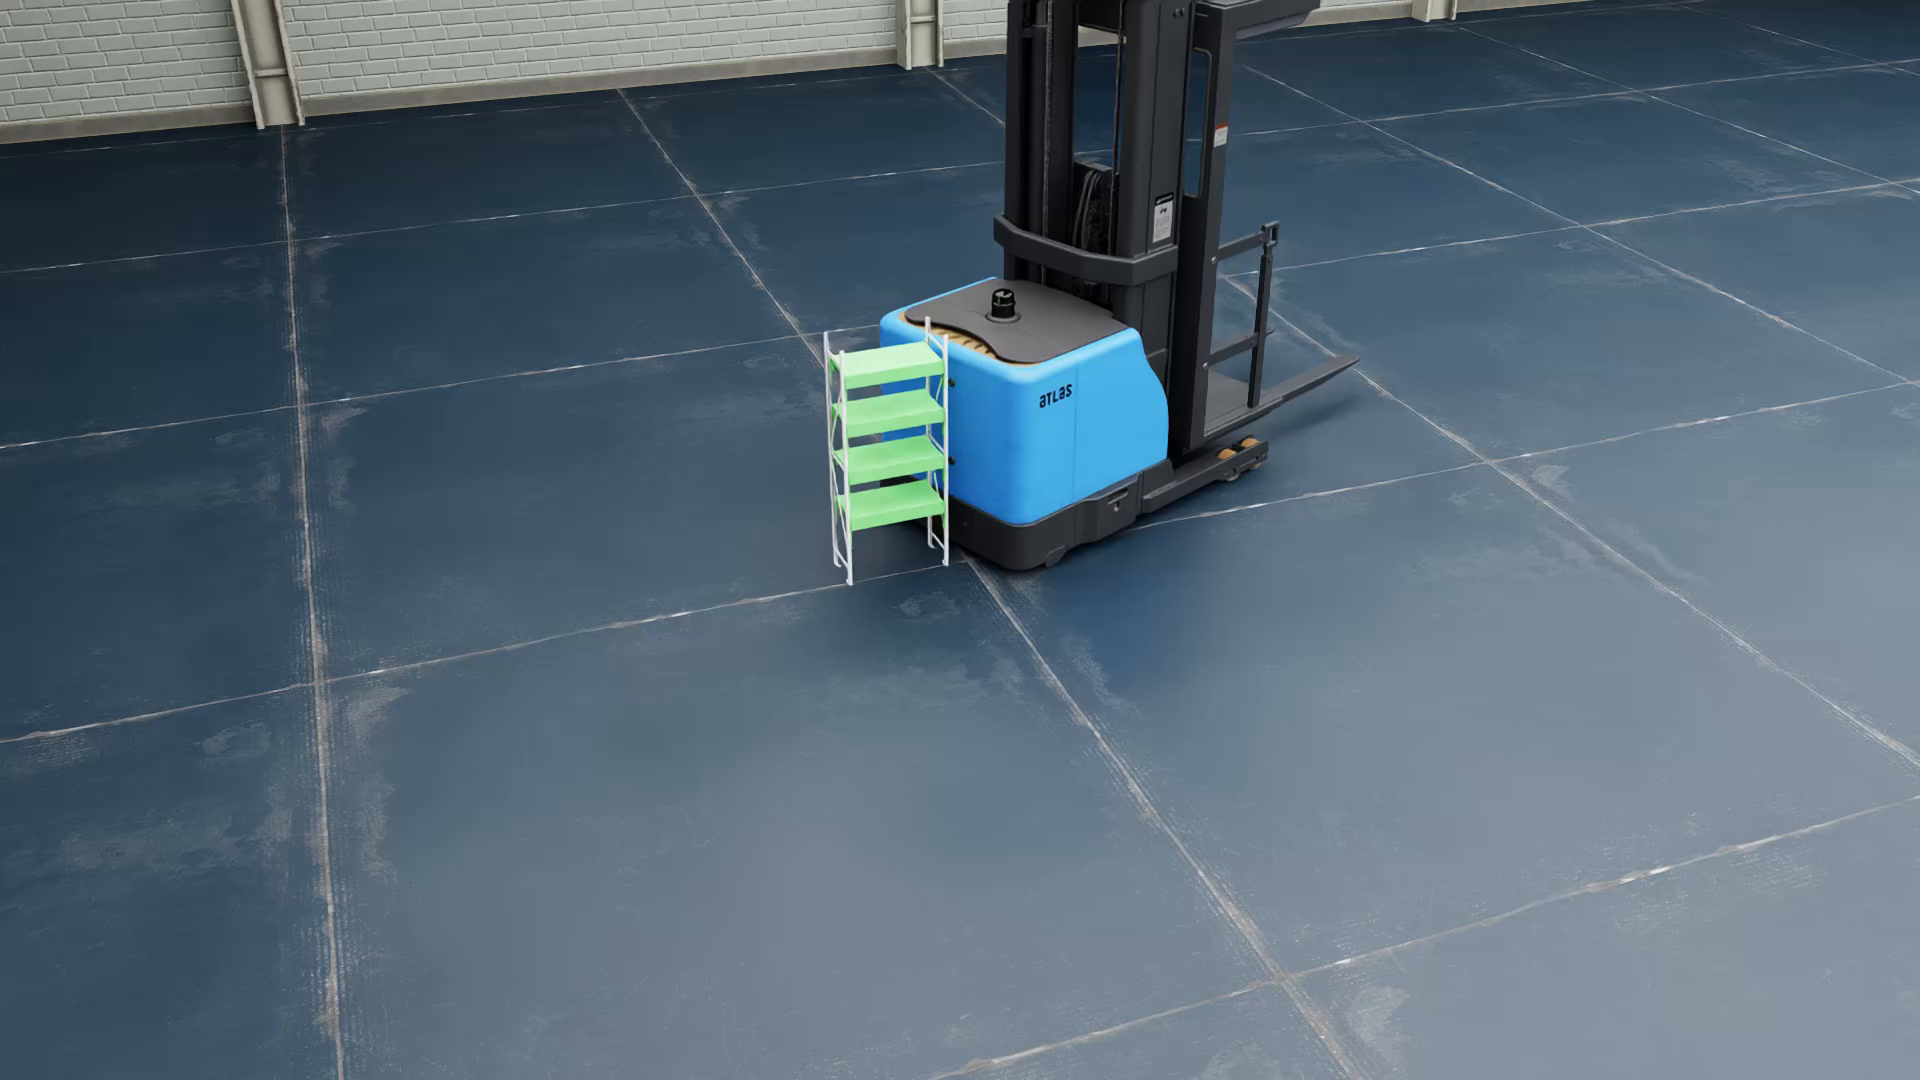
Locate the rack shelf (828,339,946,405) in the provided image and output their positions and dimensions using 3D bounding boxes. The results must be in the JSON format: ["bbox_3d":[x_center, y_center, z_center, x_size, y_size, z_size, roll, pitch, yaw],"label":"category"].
[{"bbox_3d":[-0.334,-0.765,7.539,0.480,0.148,0.258,-11,32,-19],"label":"rack shelf"}]

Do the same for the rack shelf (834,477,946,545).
[{"bbox_3d":[-0.334,-0.139,7.896,0.480,0.148,0.258,-11,32,-19],"label":"rack shelf"}]

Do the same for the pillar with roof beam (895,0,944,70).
[{"bbox_3d":[1.102,-6.653,10.837,0.400,9.000,9.100,-10,31,-18],"label":"pillar with roof beam"}]

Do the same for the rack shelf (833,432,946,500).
[{"bbox_3d":[-0.334,-0.348,7.777,0.480,0.148,0.258,-11,32,-19],"label":"rack shelf"}]

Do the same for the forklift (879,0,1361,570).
[{"bbox_3d":[1.011,-1.751,8.362,3.031,2.935,1.130,-25,38,-37],"label":"forklift"}]

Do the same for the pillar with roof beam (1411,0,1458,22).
[{"bbox_3d":[6.726,-7.689,12.655,0.400,9.000,9.100,-10,31,-18],"label":"pillar with roof beam"}]

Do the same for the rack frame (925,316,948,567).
[{"bbox_3d":[-0.108,-0.448,7.825,0.015,1.200,0.240,-11,32,-19],"label":"rack frame"}]

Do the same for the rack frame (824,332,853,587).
[{"bbox_3d":[-0.560,-0.358,7.666,0.015,1.200,0.240,-11,32,-19],"label":"rack frame"}]

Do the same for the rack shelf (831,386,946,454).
[{"bbox_3d":[-0.334,-0.556,7.658,0.480,0.148,0.258,-11,32,-19],"label":"rack shelf"}]

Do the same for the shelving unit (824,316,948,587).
[{"bbox_3d":[-0.334,-0.403,7.745,0.503,1.200,0.258,-11,32,-19],"label":"shelving unit"}]

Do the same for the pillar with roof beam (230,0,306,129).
[{"bbox_3d":[-4.521,-5.618,9.020,0.400,9.000,9.100,-10,31,-18],"label":"pillar with roof beam"}]
